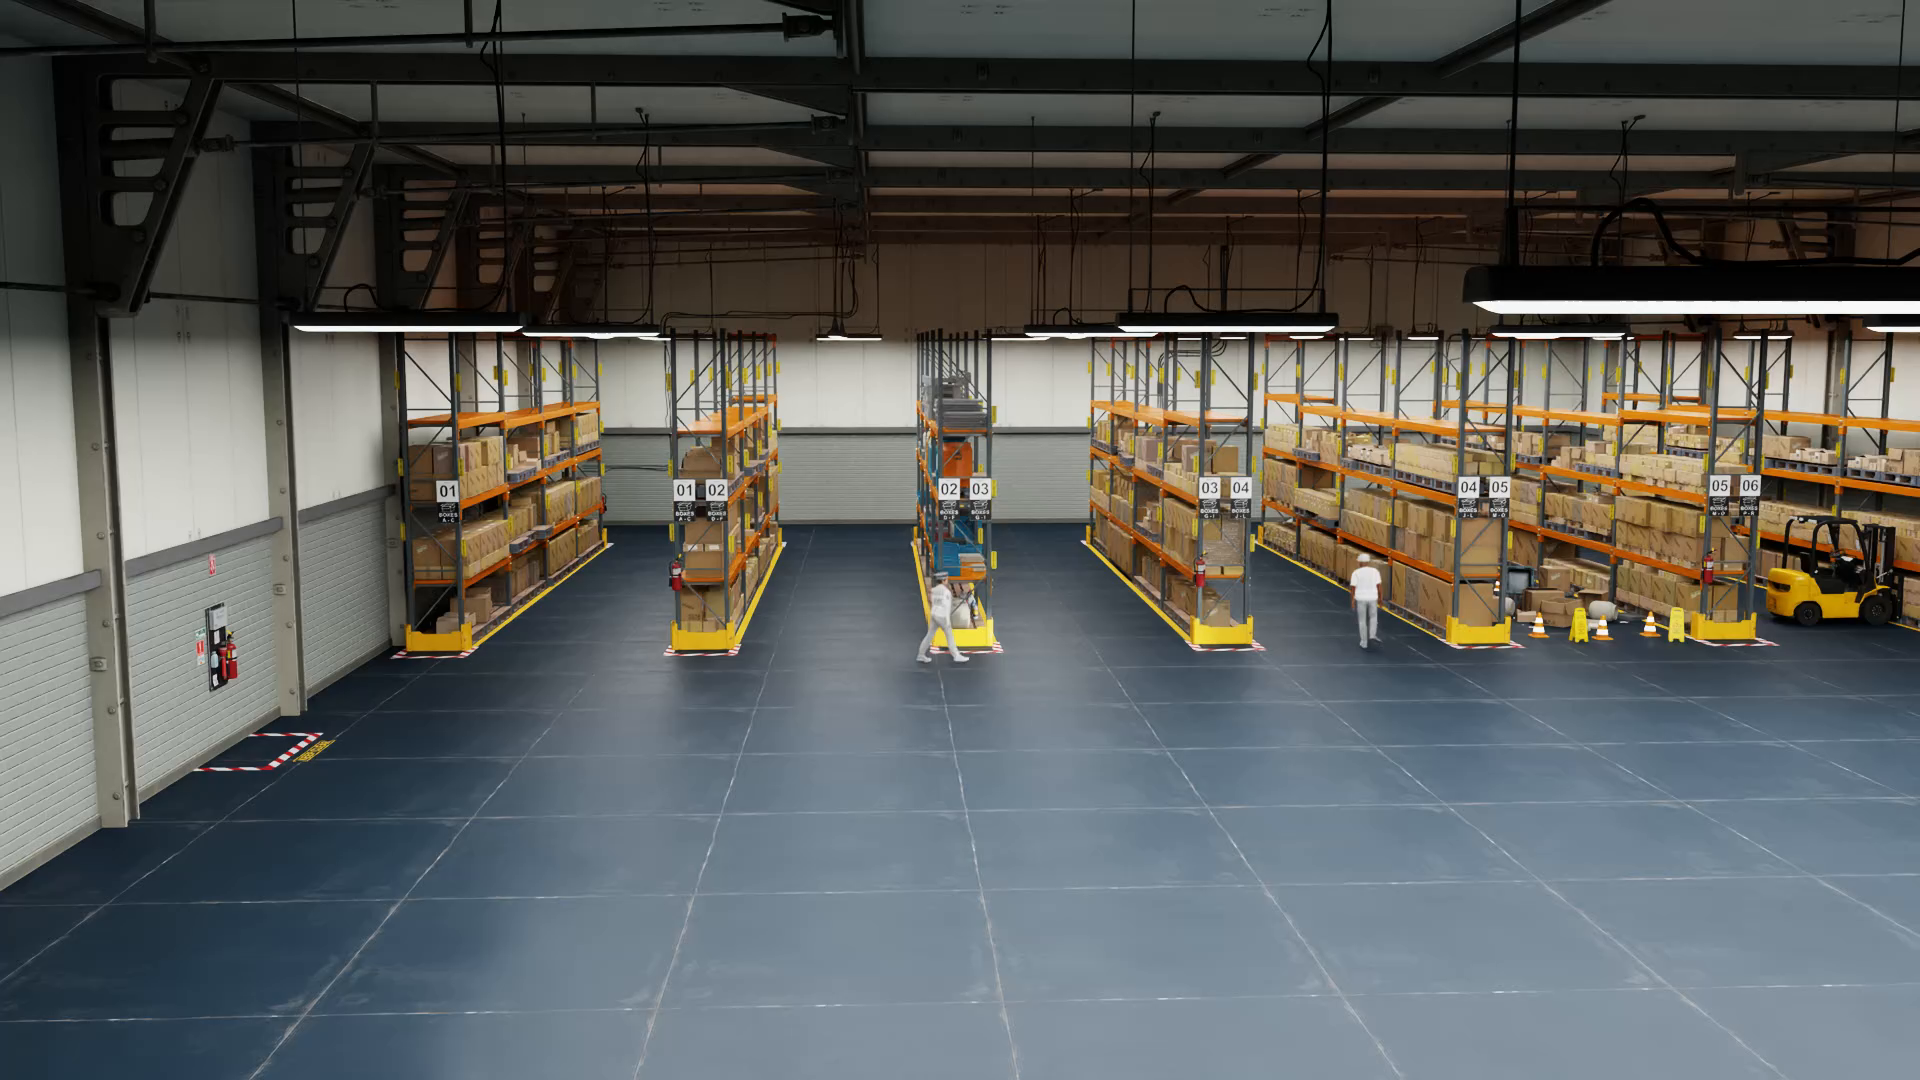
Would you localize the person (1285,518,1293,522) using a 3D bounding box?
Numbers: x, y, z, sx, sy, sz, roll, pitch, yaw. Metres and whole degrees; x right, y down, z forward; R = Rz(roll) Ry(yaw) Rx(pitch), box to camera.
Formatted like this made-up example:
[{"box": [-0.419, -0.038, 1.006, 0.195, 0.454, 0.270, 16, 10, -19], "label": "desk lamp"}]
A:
[{"box": [9.898, -0.933, 49.397, 0.734, 1.662, 0.645, 2, 7, 17], "label": "person"}]

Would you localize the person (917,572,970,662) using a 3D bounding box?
[{"box": [-0.311, 1.380, 29.847, 0.933, 1.611, 0.521, -3, 7, -21], "label": "person"}]

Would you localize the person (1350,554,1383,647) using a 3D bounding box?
[{"box": [7.692, 1.141, 31.468, 0.619, 1.753, 0.499, 1, 7, 7], "label": "person"}]
